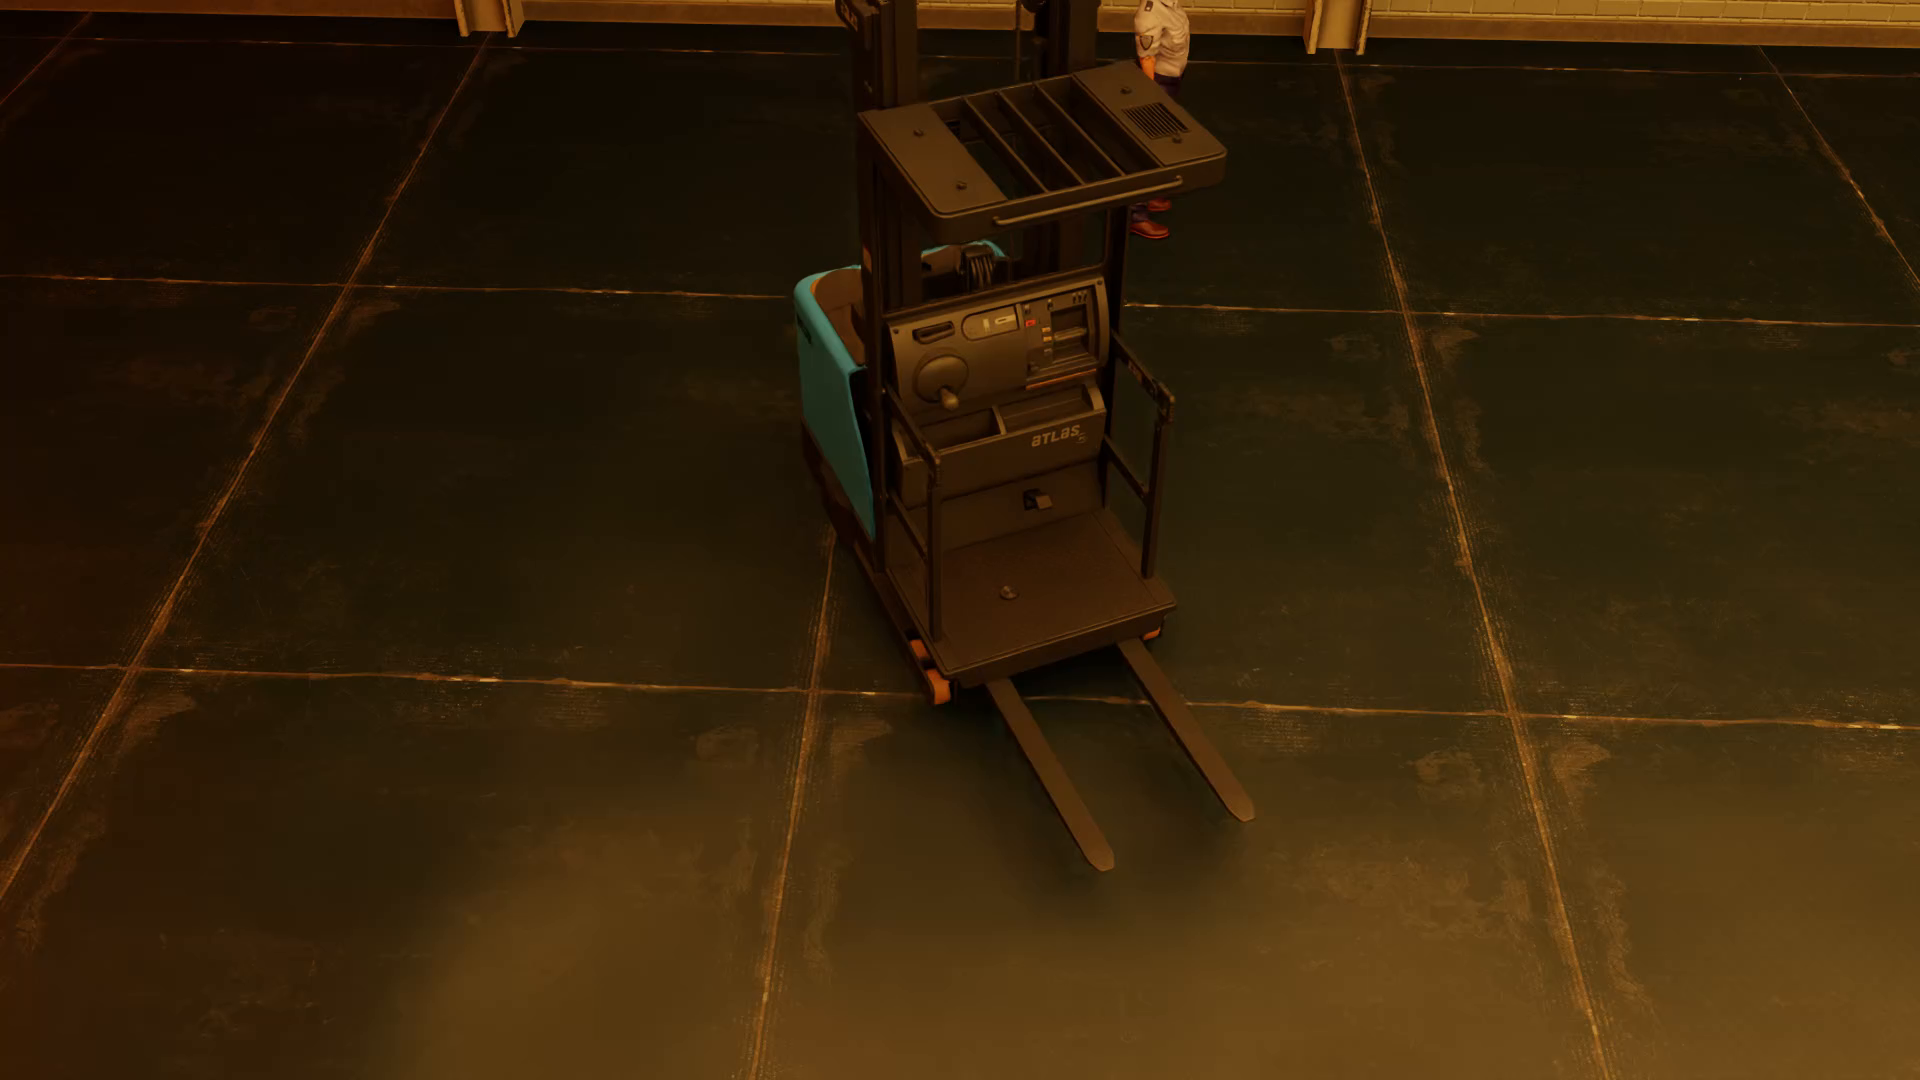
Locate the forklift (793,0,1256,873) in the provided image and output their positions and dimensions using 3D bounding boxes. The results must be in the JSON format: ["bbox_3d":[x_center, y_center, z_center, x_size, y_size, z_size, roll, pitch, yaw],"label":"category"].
[{"bbox_3d":[0.251,-0.703,6.512,1.130,2.935,3.031,-16,45,-17],"label":"forklift"}]

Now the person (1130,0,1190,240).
[{"bbox_3d":[1.110,-2.558,9.499,0.349,1.653,0.479,8,43,8],"label":"person"}]
